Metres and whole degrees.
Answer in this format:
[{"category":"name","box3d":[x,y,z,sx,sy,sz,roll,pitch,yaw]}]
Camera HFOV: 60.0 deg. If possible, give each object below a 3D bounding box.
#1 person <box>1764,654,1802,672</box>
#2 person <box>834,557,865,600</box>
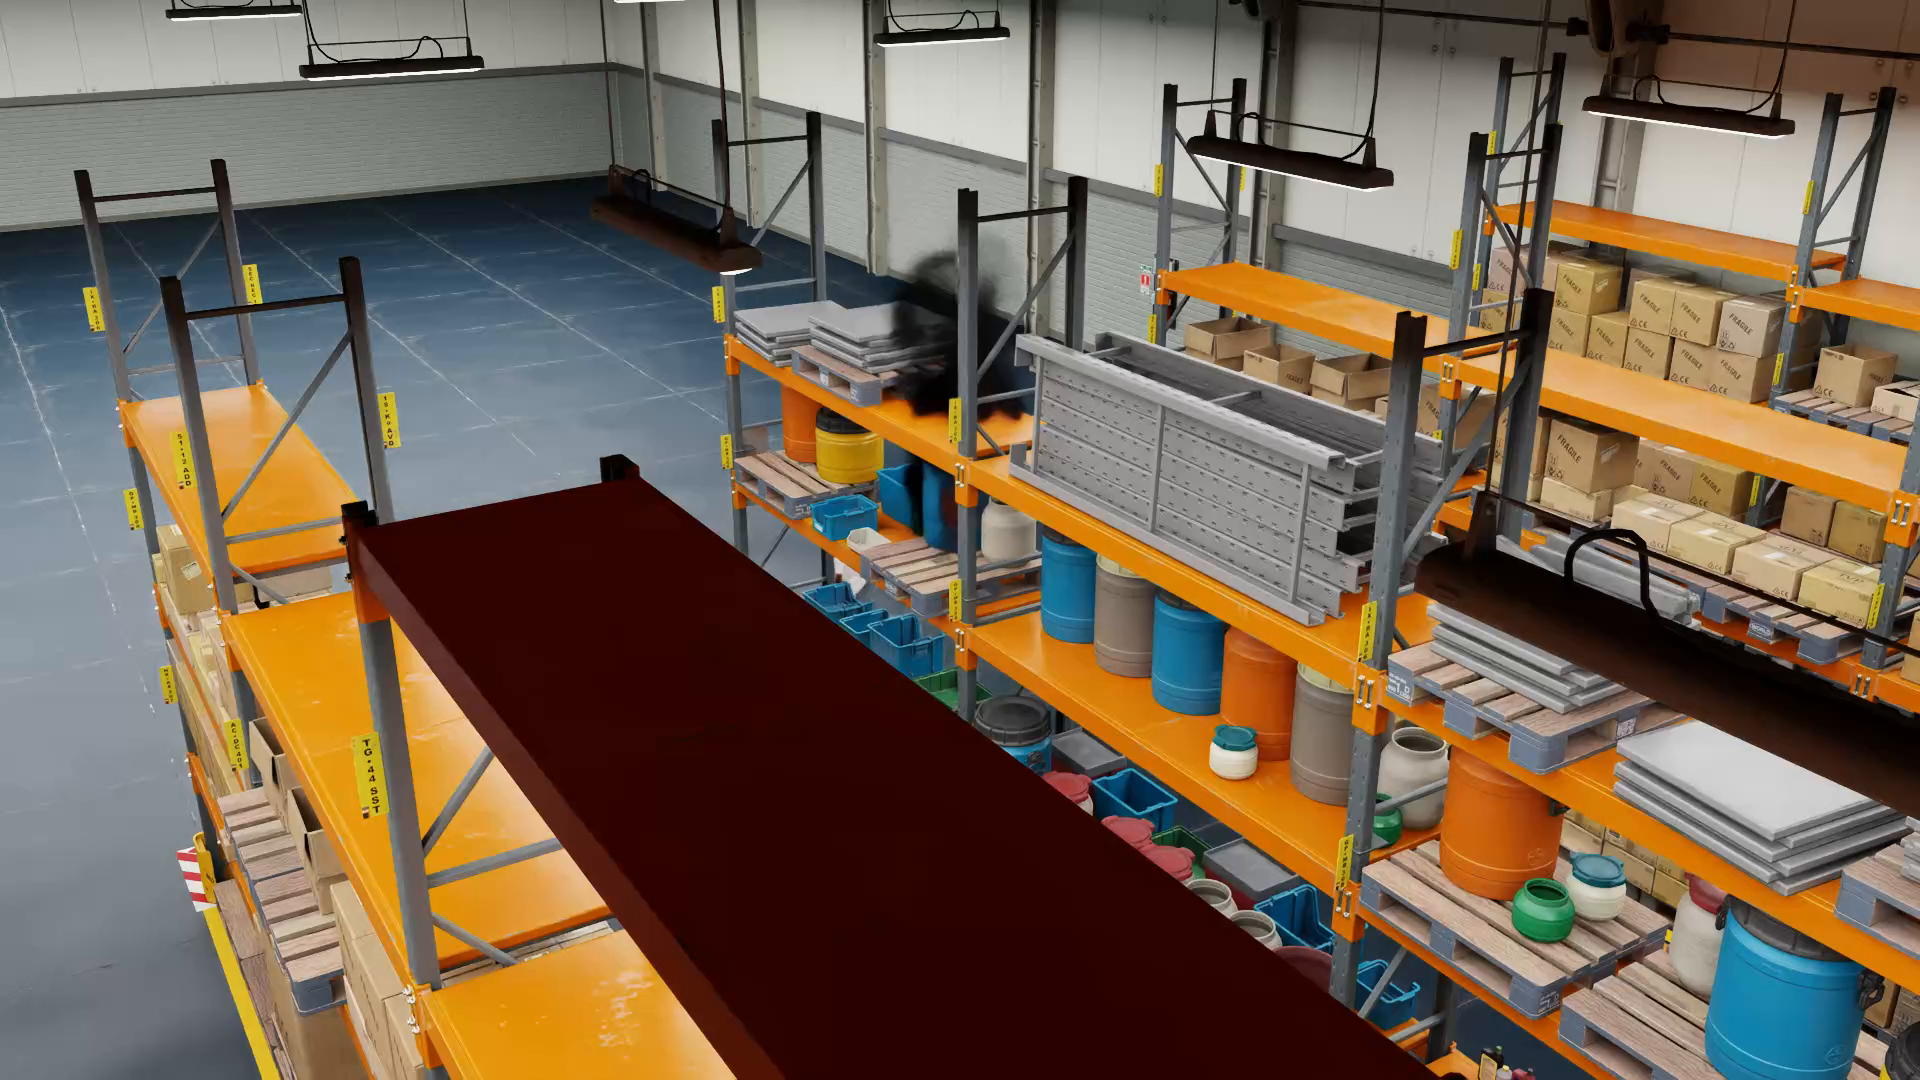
[{"category":"person","box3d":[7.406,1.512,15.334,0.638,1.686,0.638,-18,28,-37]},{"category":"person","box3d":[-1.268,0.493,17.857,0.552,1.687,0.701,15,26,32]}]
